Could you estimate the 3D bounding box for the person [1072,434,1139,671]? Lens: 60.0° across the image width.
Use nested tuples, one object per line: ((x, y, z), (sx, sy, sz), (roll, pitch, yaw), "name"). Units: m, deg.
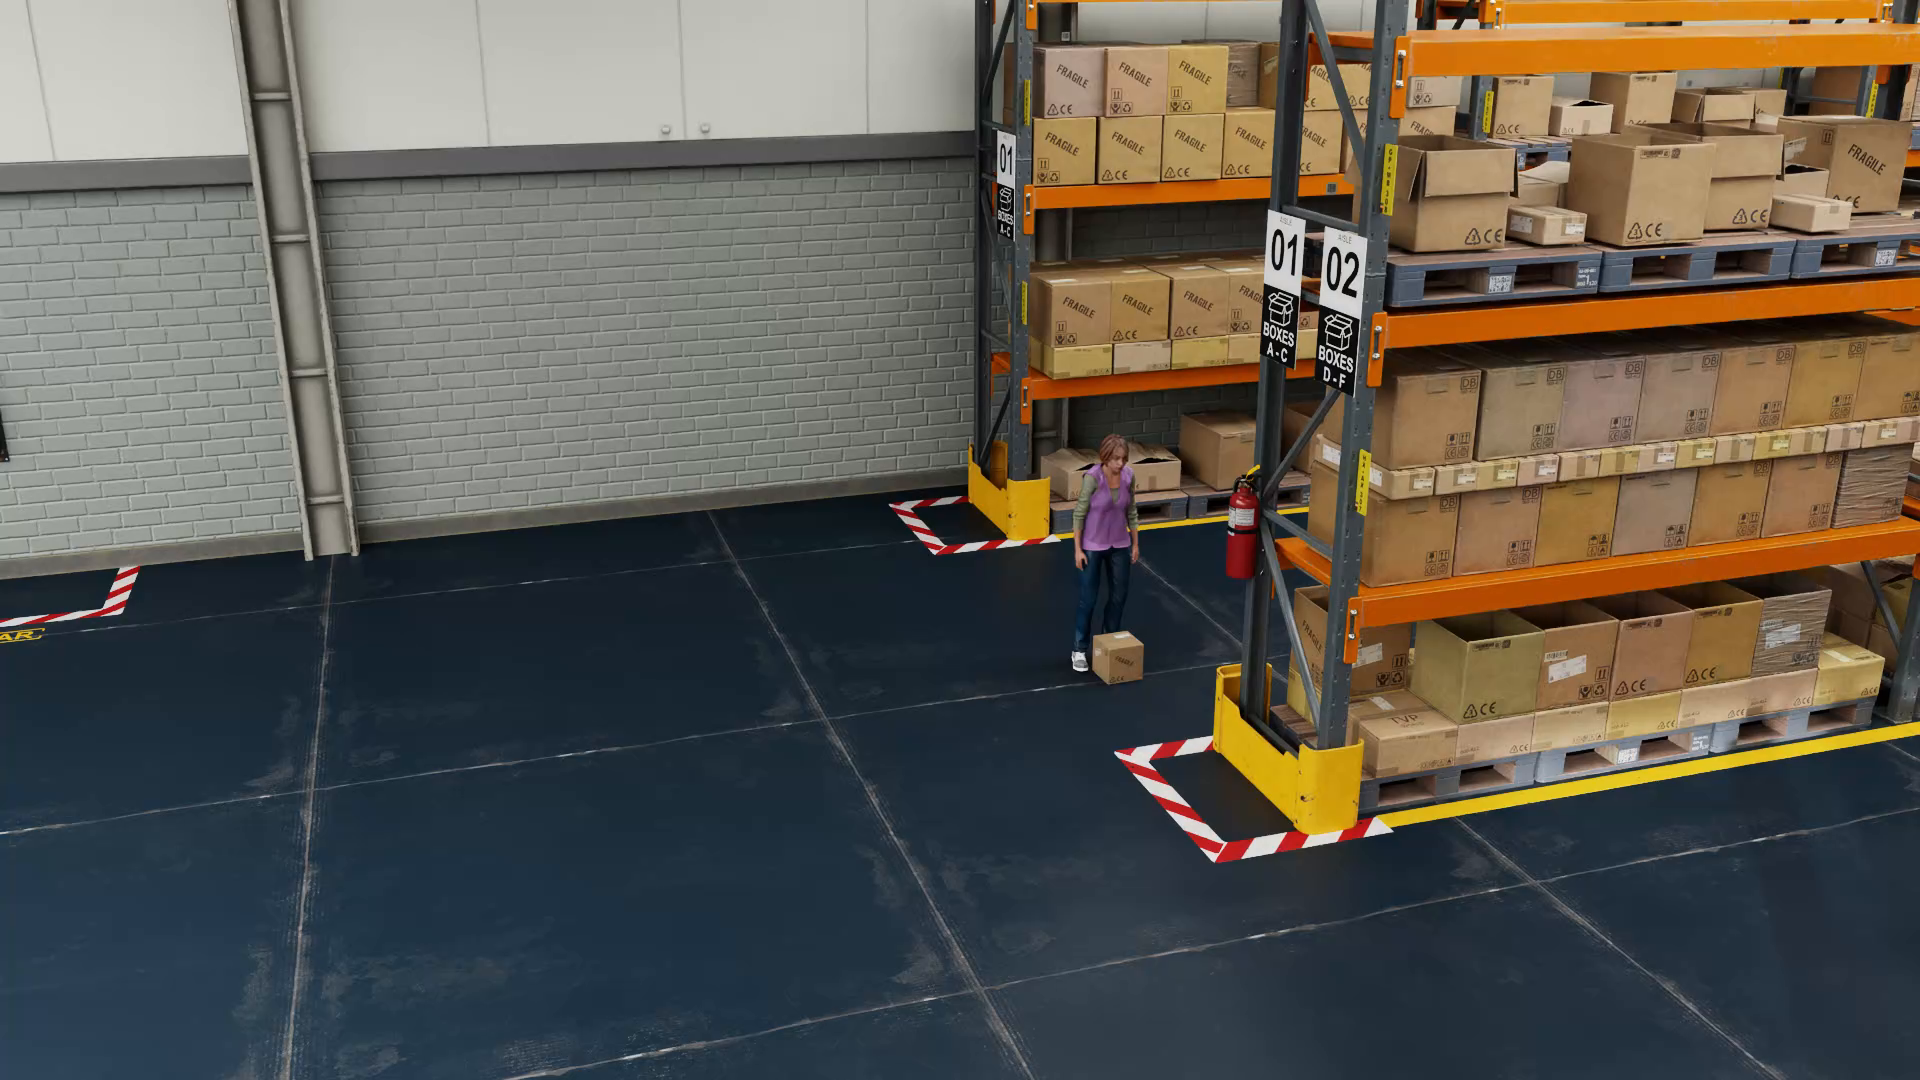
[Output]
((0.953, 0.064, 10.906), (0.474, 1.592, 0.349), (-7, 21, -18), "person")
